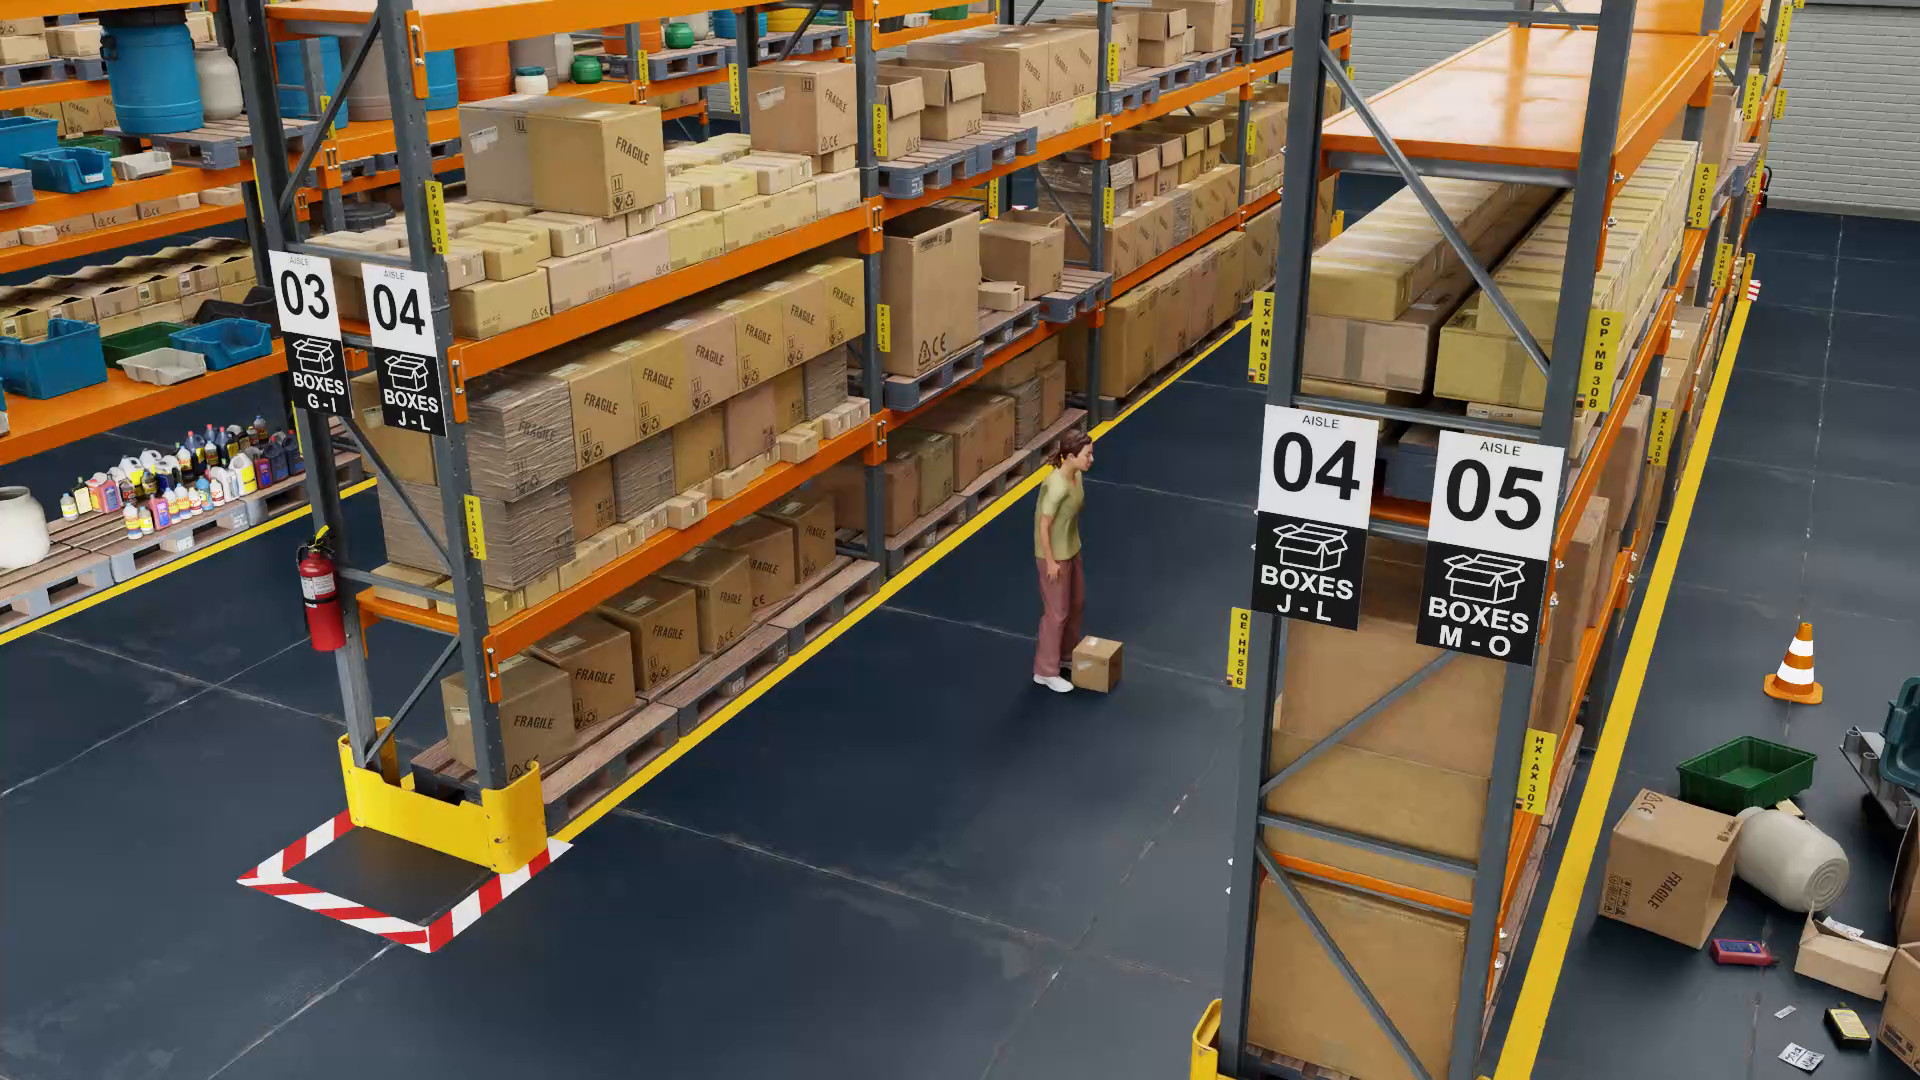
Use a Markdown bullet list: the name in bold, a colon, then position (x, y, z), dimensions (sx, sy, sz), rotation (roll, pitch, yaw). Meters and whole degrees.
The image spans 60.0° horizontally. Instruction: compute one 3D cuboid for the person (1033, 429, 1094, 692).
- **person**: position (0.657, 0.101, 10.500), dimensions (0.366, 1.667, 0.519), rotation (9, 25, 21)
